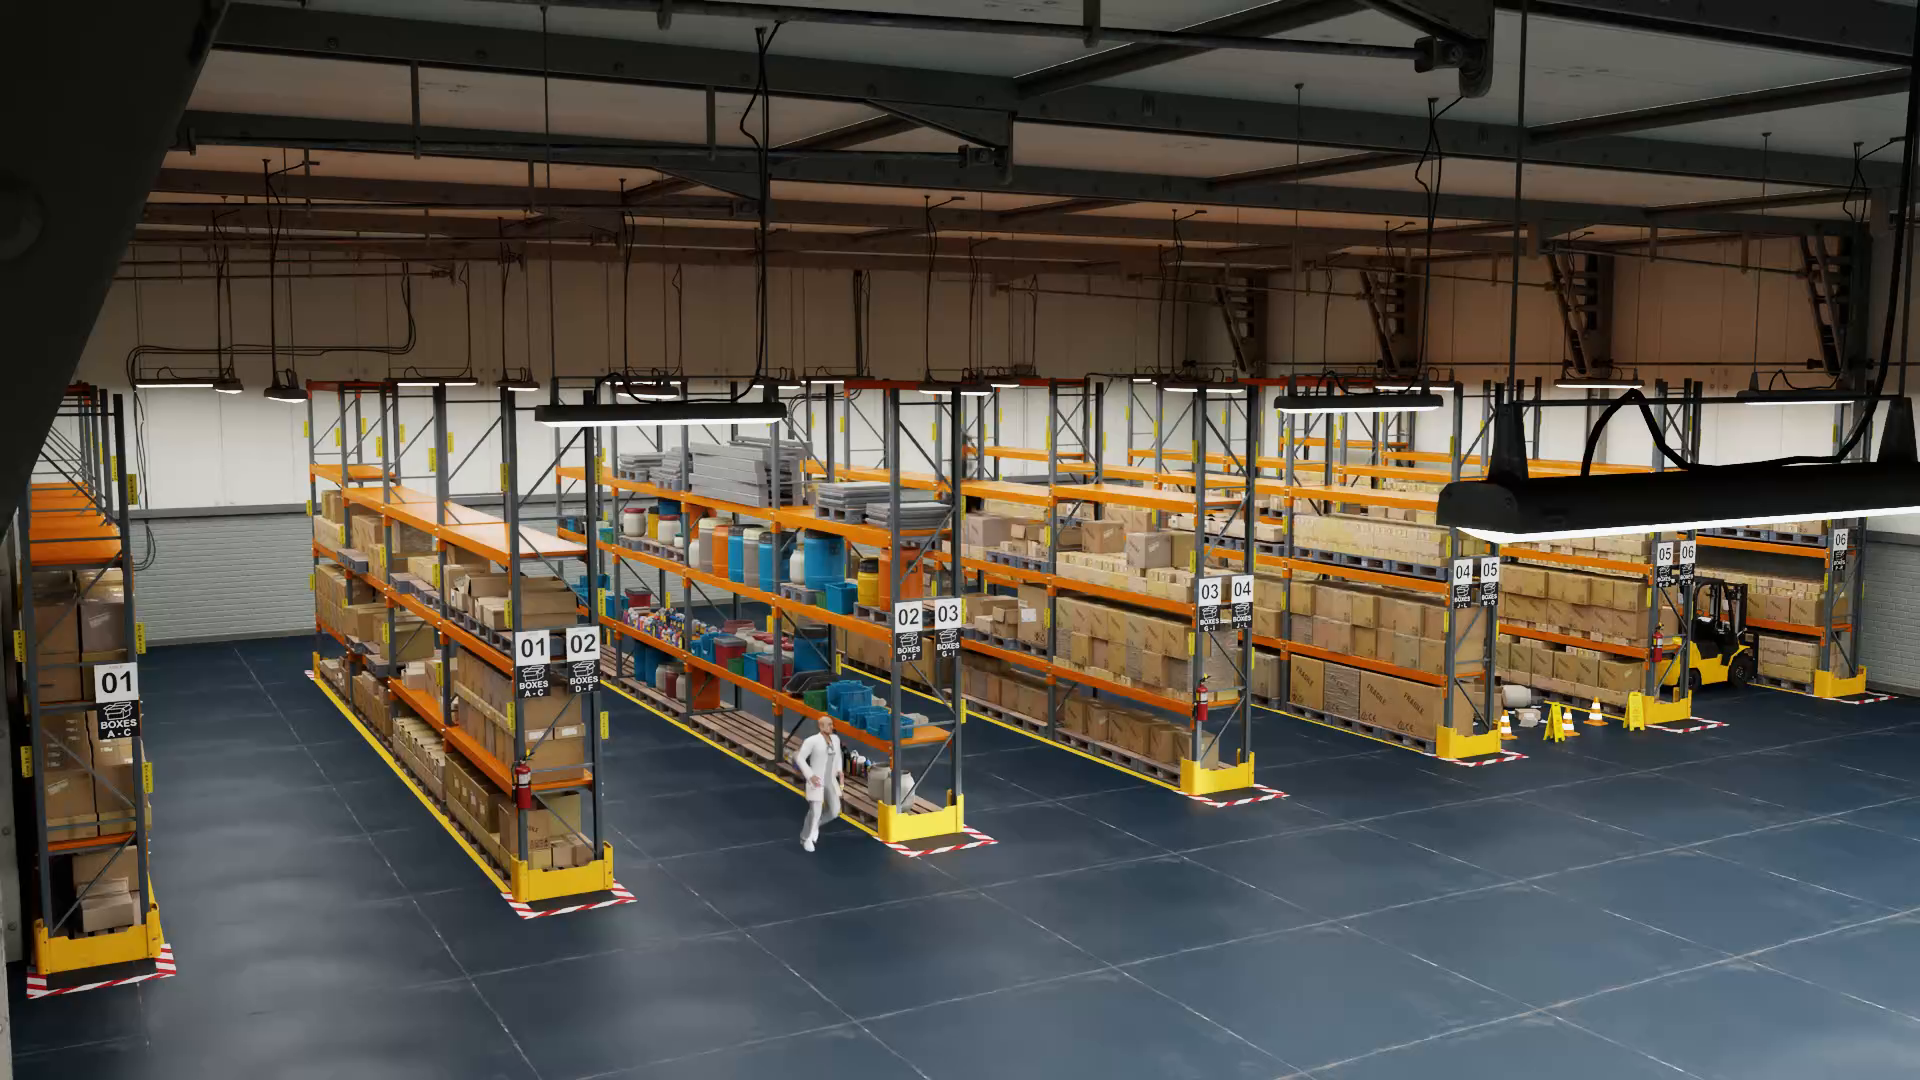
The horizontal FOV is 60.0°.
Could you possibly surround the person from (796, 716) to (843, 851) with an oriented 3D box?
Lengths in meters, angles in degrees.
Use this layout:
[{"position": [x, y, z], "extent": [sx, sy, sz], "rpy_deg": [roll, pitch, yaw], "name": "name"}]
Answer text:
[{"position": [-1.784, 3.175, 21.795], "extent": [0.769, 1.726, 0.561], "rpy_deg": [-5, 8, -39], "name": "person"}]
